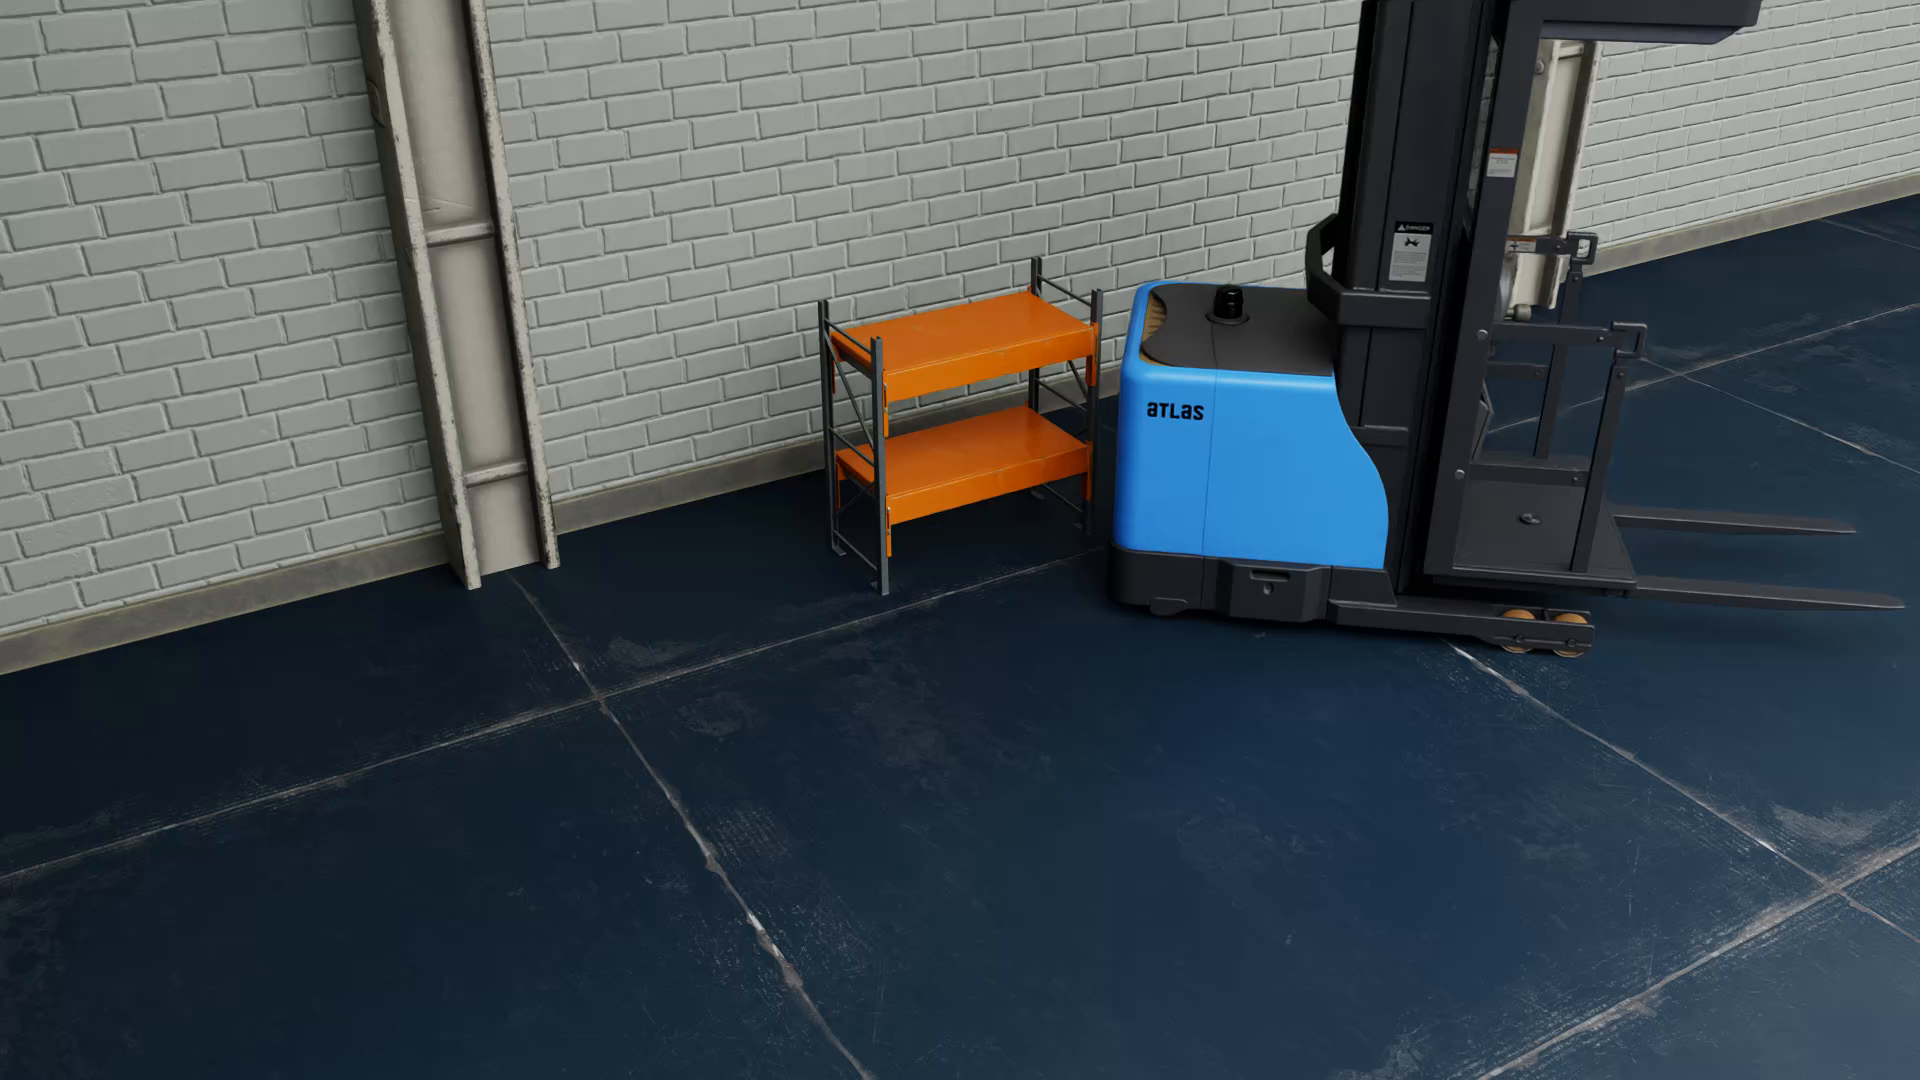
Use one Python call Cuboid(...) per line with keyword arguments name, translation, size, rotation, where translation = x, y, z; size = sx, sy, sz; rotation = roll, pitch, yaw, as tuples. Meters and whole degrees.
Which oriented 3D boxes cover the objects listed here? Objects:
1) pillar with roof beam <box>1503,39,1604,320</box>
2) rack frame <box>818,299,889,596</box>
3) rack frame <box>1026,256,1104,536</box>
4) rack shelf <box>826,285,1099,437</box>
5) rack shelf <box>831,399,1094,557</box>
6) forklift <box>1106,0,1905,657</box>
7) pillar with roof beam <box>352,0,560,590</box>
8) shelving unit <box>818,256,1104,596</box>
Cuboid(name="pillar with roof beam", translation=(5.413, -3.520, 4.315), size=(0.400, 9.000, 9.100), rotation=(-16, 33, -26))
Cuboid(name="rack frame", translation=(-0.432, -0.370, 6.756), size=(0.032, 1.125, 0.500), rotation=(-16, 33, -26))
Cuboid(name="rack frame", translation=(0.444, -0.619, 7.207), size=(0.032, 1.125, 0.500), rotation=(-16, 33, -26))
Cuboid(name="rack shelf", translation=(0.006, -0.750, 6.840), size=(1.000, 0.278, 0.538), rotation=(-16, 33, -26))
Cuboid(name="rack shelf", translation=(0.006, -0.280, 7.099), size=(1.000, 0.278, 0.538), rotation=(-16, 33, -26))
Cuboid(name="forklift", translation=(2.155, -1.107, 6.222), size=(3.031, 2.935, 1.130), rotation=(4, 29, 8))
Cuboid(name="pillar with roof beam", translation=(0.240, -2.051, 1.654), size=(0.400, 9.000, 9.100), rotation=(-16, 33, -26))
Cuboid(name="shelving unit", translation=(0.006, -0.494, 6.981), size=(1.048, 1.125, 0.538), rotation=(-16, 33, -26))
